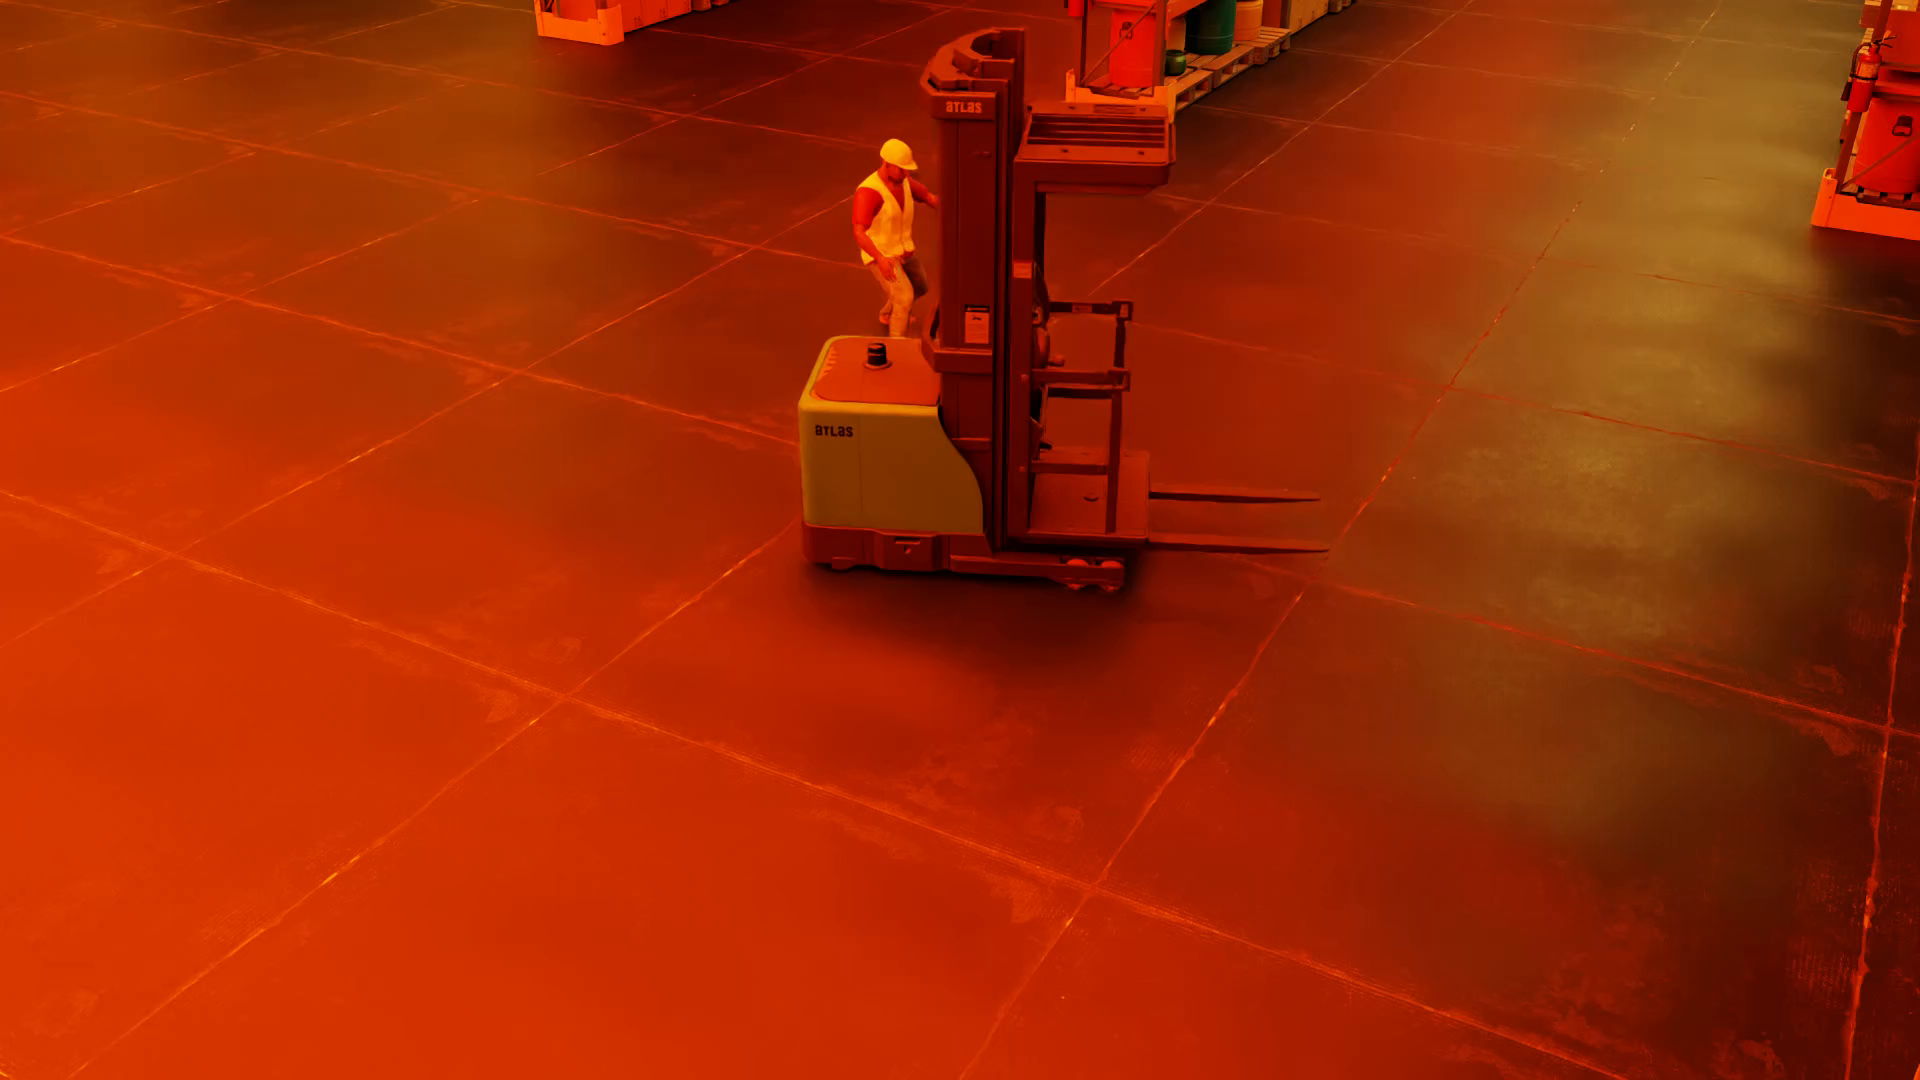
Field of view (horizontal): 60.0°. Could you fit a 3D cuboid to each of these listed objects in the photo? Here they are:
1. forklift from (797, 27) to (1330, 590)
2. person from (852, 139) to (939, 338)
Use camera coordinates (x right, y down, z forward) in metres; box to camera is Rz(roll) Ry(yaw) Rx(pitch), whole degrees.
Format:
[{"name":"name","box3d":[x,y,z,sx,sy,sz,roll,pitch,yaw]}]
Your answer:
[{"name":"forklift","box3d":[0.633,-1.263,9.259,3.031,2.935,1.130,3,30,5]},{"name":"person","box3d":[-0.388,-2.124,12.137,0.929,1.613,1.028,19,35,29]}]
